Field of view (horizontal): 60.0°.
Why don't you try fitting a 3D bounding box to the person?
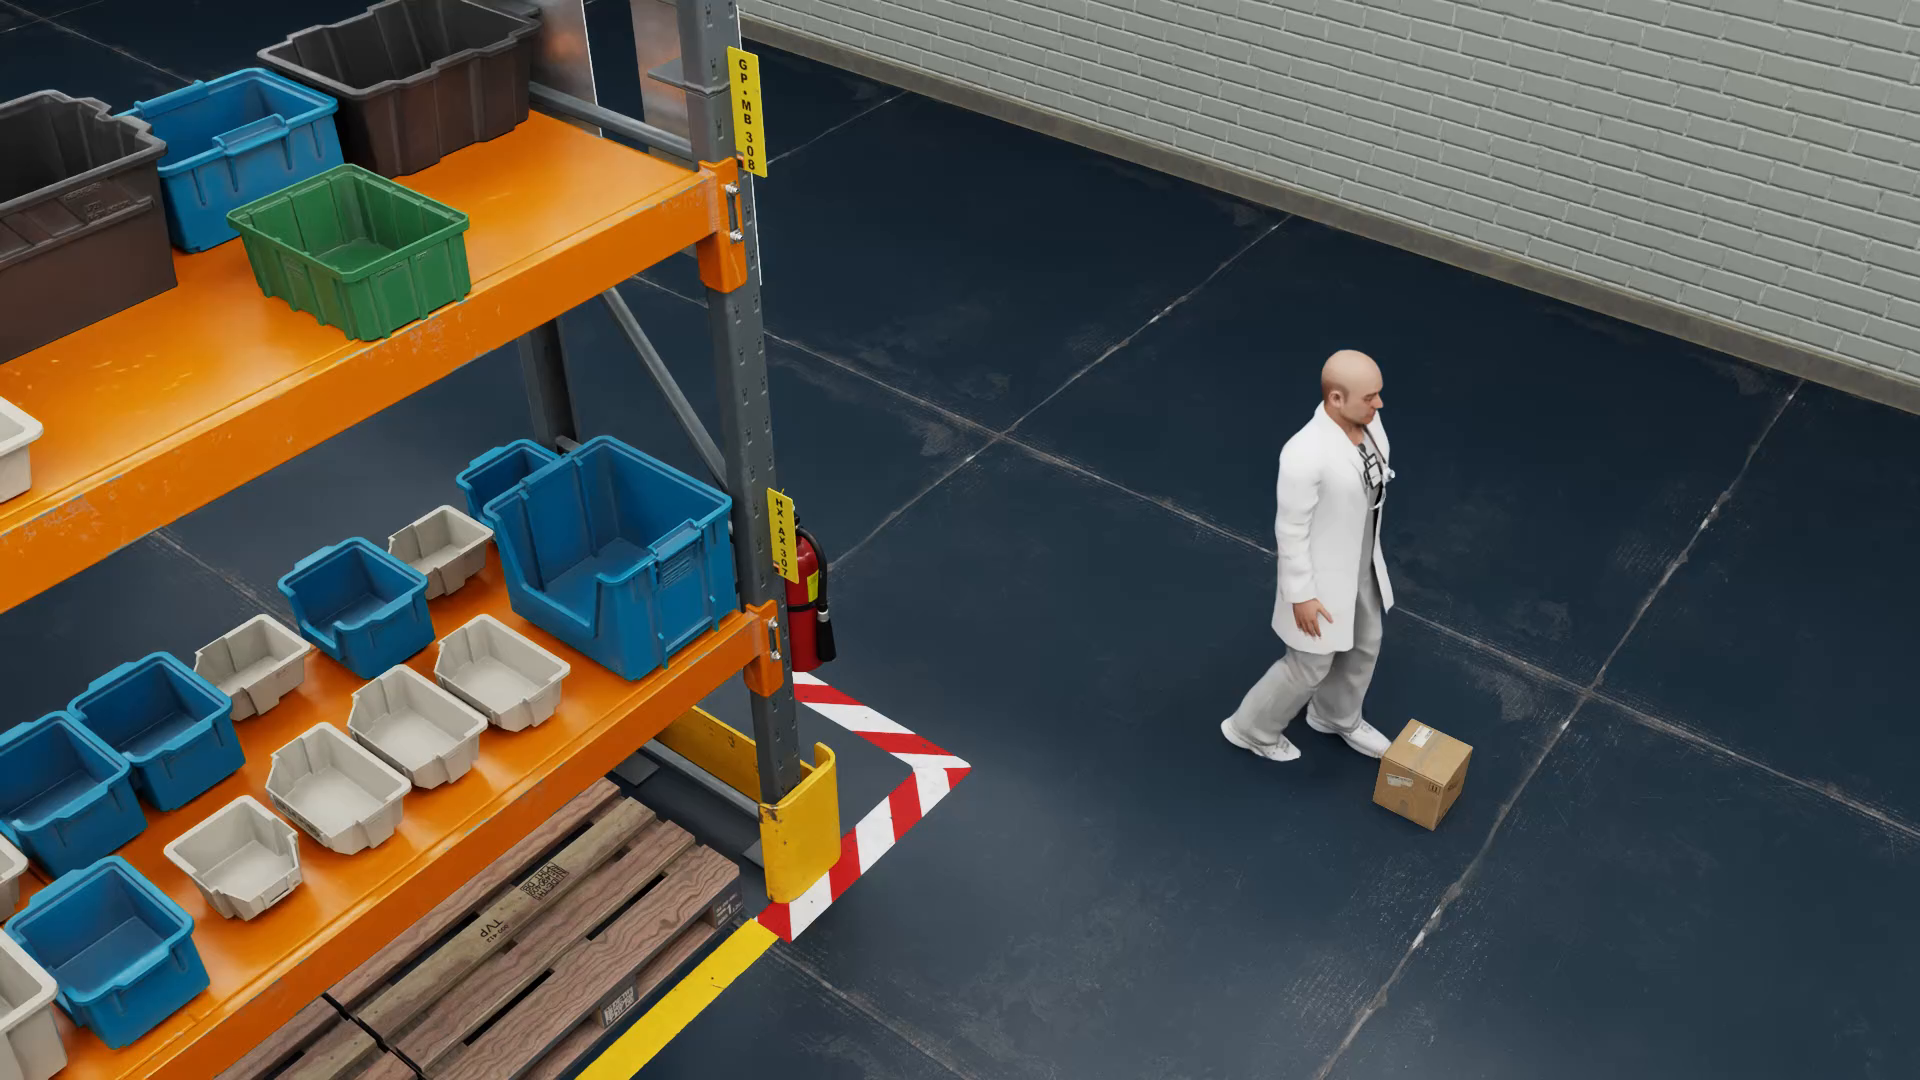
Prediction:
[{"bbox_3d":[1.390,0.130,6.058,0.591,1.826,0.598,27,45,29],"label":"person"}]
